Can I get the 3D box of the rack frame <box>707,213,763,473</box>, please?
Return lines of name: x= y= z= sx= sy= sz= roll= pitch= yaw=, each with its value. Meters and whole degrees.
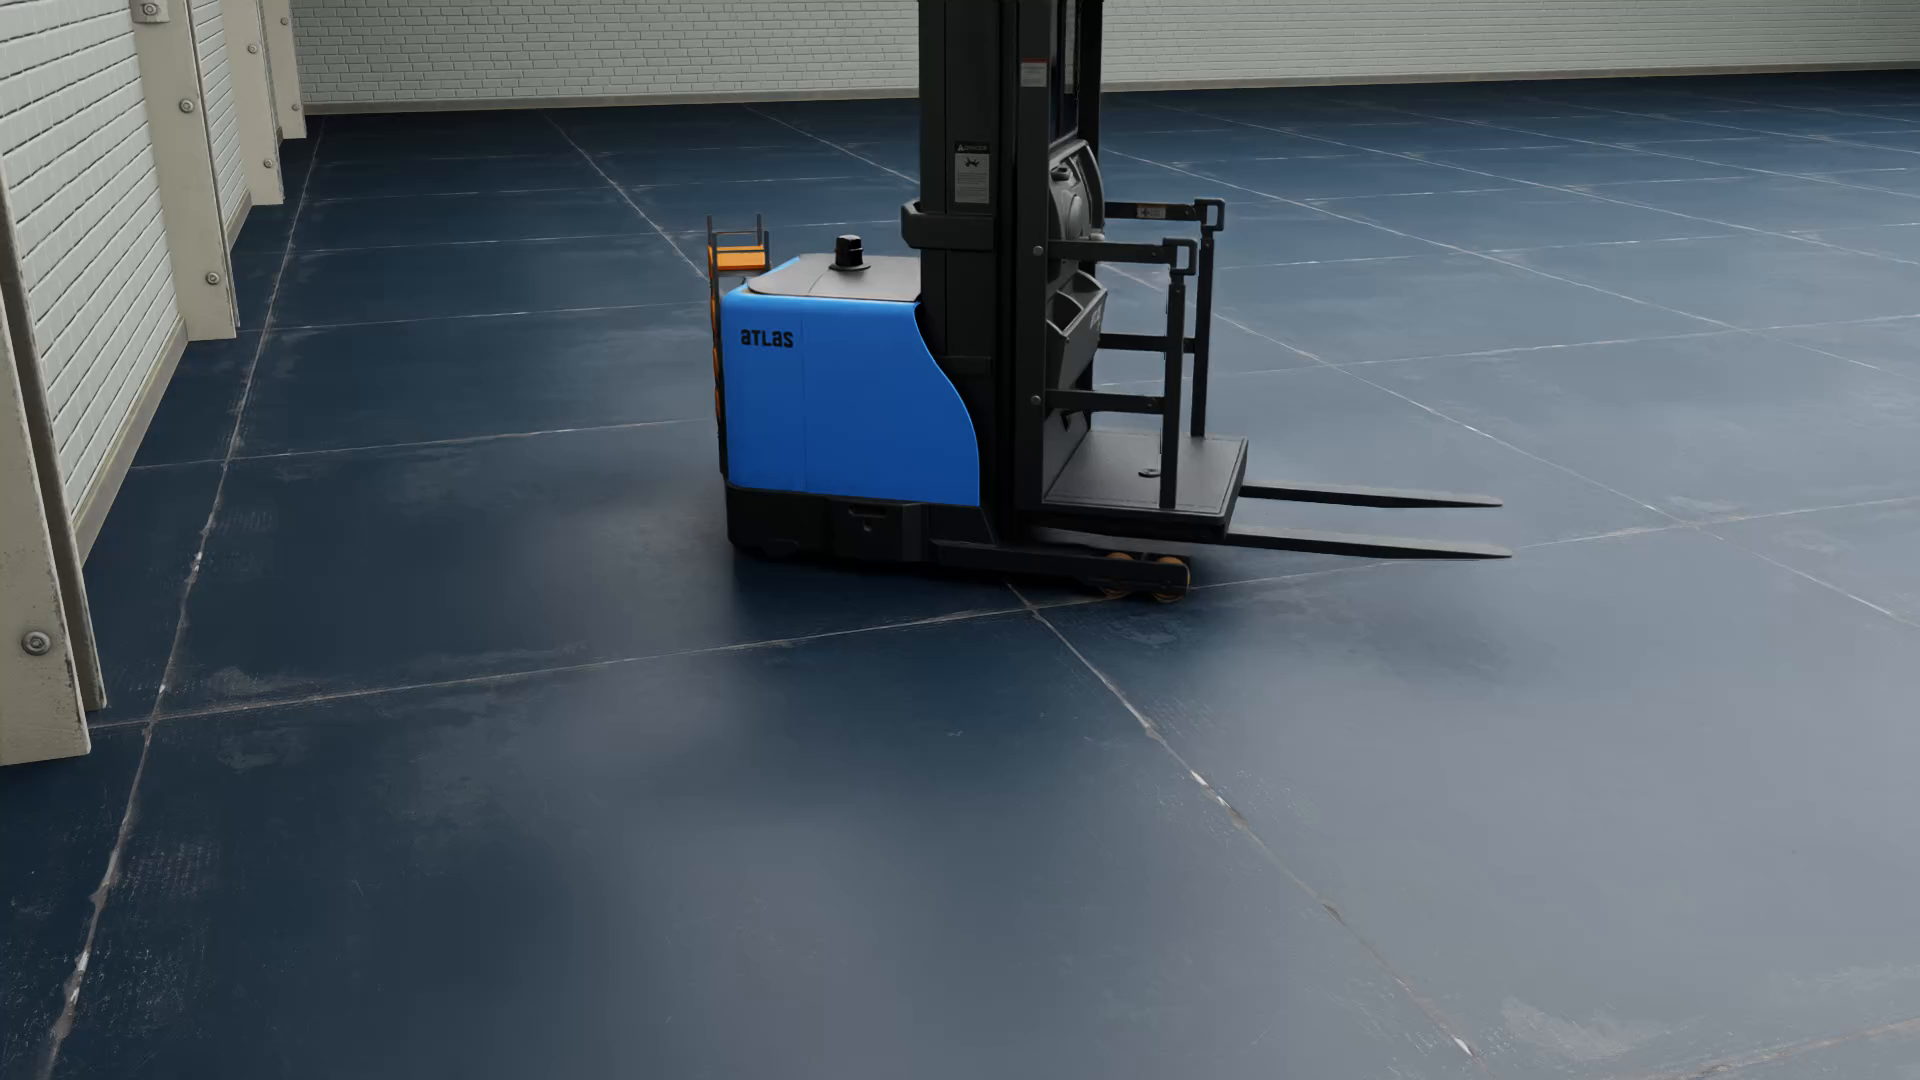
rack frame: x=-1.007 y=-0.889 z=7.615 sx=0.240 sy=1.200 sz=0.015 roll=-3 pitch=20 yaw=-10

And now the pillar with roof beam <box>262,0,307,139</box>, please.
pillar with roof beam: x=-4.448 y=-9.860 z=21.057 sx=9.100 sy=9.000 sz=0.400 roll=-6 pitch=21 yaw=-17

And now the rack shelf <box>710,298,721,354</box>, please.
rack shelf: x=-0.964 y=-0.955 z=7.336 sx=0.258 sy=0.148 sz=0.480 roll=-3 pitch=20 yaw=-10

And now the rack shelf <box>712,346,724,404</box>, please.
rack shelf: x=-0.964 y=-0.744 z=7.412 sx=0.258 sy=0.148 sz=0.480 roll=-3 pitch=20 yaw=-10

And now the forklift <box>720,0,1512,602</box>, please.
forklift: x=0.635 y=-1.344 z=6.323 sx=3.031 sy=2.935 sz=1.130 roll=5 pitch=20 yaw=13

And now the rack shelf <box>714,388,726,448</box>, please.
rack shelf: x=-0.964 y=-0.557 z=7.479 sx=0.258 sy=0.148 sz=0.480 roll=-3 pitch=20 yaw=-10

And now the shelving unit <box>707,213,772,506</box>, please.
shelving unit: x=-0.964 y=-0.807 z=7.389 sx=0.258 sy=1.200 sz=0.503 roll=-3 pitch=20 yaw=-10

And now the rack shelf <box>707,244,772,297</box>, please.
rack shelf: x=-0.964 y=-1.177 z=7.256 sx=0.258 sy=0.148 sz=0.480 roll=-3 pitch=20 yaw=-10

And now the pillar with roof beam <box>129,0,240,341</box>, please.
pillar with roof beam: x=-0.676 y=-6.010 z=10.336 sx=9.100 sy=9.000 sz=0.400 roll=-6 pitch=21 yaw=-17

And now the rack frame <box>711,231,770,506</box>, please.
rack frame: x=-0.921 y=-0.726 z=7.163 sx=0.240 sy=1.200 sz=0.015 roll=-3 pitch=20 yaw=-10

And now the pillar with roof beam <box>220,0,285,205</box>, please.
pillar with roof beam: x=-2.562 y=-7.935 z=15.696 sx=9.100 sy=9.000 sz=0.400 roll=-6 pitch=21 yaw=-17
